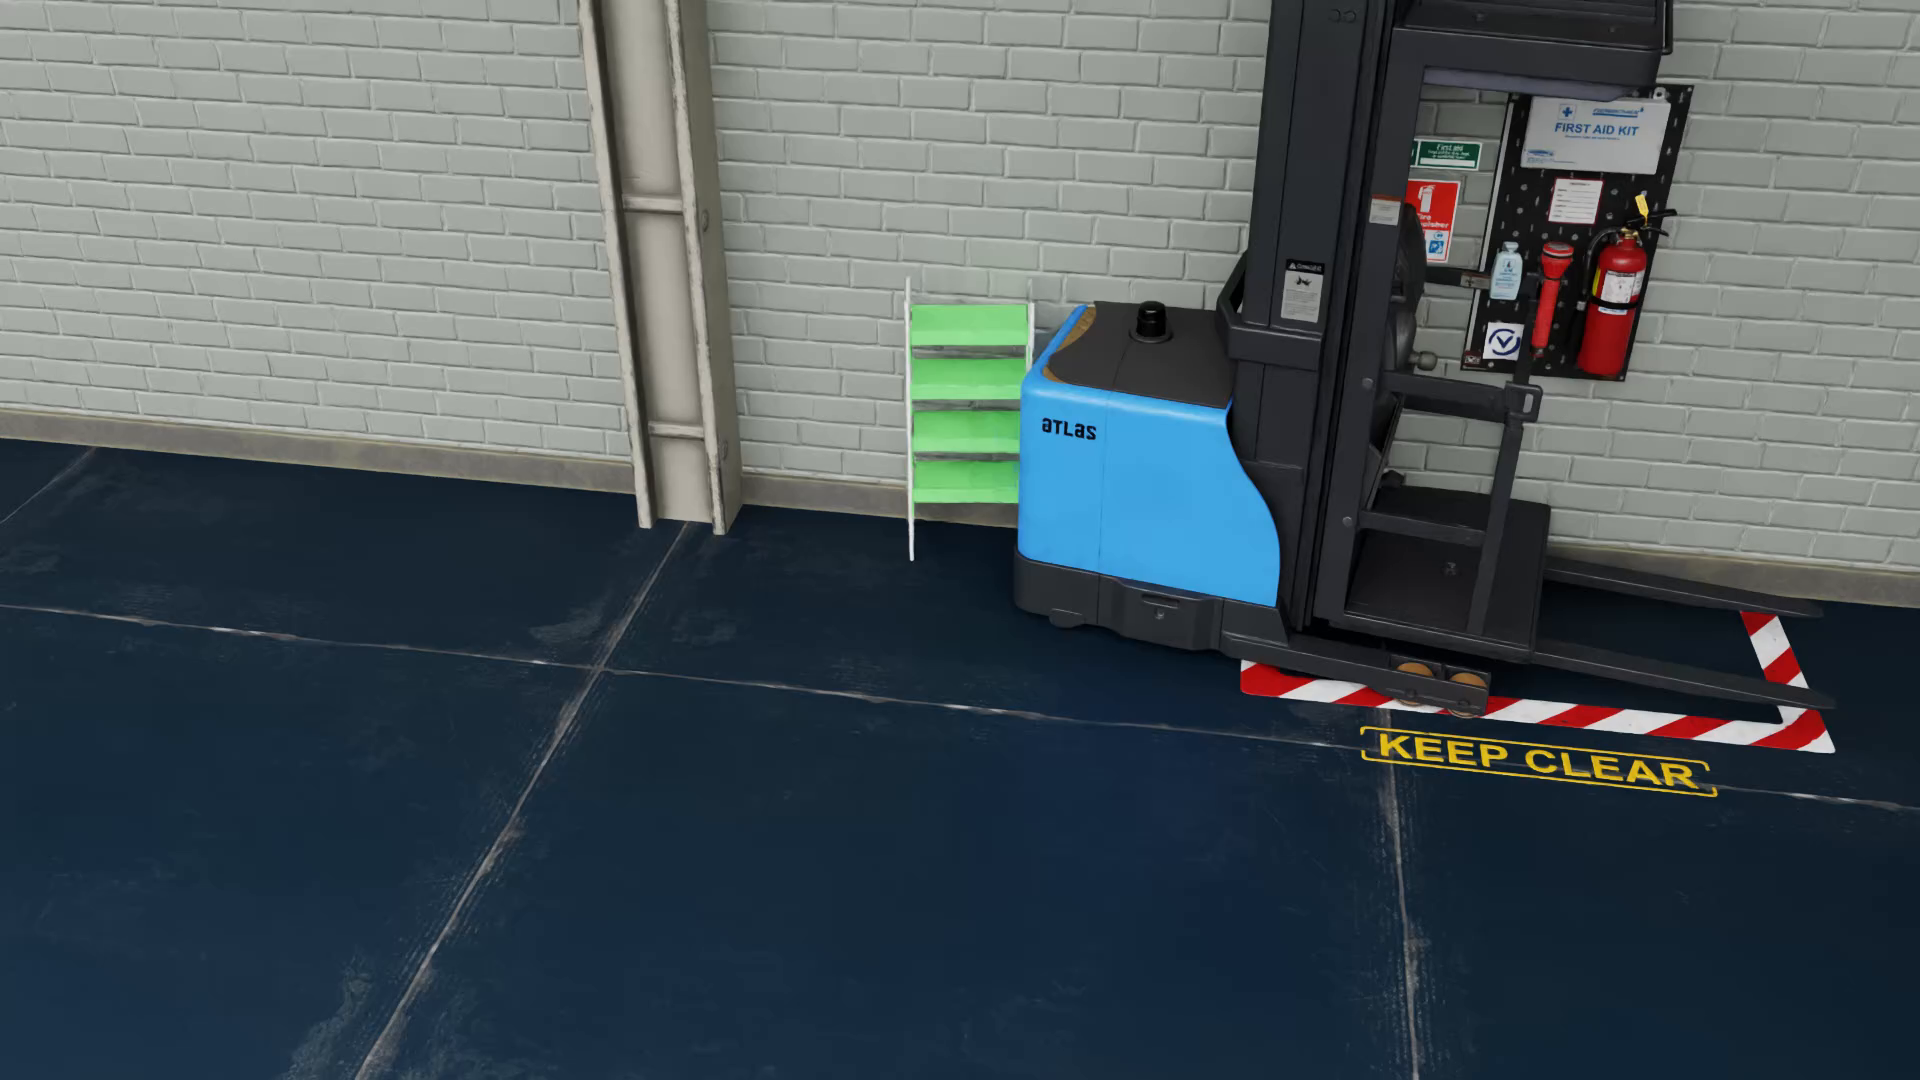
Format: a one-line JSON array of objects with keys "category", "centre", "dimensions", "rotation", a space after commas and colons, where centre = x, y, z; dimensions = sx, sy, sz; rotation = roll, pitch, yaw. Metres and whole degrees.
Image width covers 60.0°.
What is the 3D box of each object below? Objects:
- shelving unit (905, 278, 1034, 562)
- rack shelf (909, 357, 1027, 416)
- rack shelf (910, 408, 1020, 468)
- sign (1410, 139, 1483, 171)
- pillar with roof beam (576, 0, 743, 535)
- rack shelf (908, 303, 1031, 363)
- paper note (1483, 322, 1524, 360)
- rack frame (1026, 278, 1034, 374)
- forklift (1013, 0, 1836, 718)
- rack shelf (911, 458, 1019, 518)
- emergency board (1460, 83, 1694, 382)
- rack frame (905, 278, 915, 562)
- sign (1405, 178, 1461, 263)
[{"category": "shelving unit", "centre": [0.038, -0.478, 6.883], "dimensions": [0.503, 1.200, 0.258], "rotation": [0, 32, 0]}, {"category": "rack shelf", "centre": [0.038, -0.627, 6.789], "dimensions": [0.480, 0.148, 0.258], "rotation": [0, 32, 0]}, {"category": "rack shelf", "centre": [0.038, -0.424, 6.917], "dimensions": [0.480, 0.148, 0.258], "rotation": [0, 32, 0]}, {"category": "sign", "centre": [1.764, -1.434, 6.181], "dimensions": [0.331, 0.109, 0.001], "rotation": [5, 32, 8]}, {"category": "pillar with roof beam", "centre": [-1.921, -1.683, 1.457], "dimensions": [0.400, 9.000, 9.100], "rotation": [5, 32, 8]}, {"category": "rack shelf", "centre": [0.038, -0.831, 6.662], "dimensions": [0.480, 0.148, 0.258], "rotation": [0, 32, 0]}, {"category": "paper note", "centre": [2.125, -0.775, 6.491], "dimensions": [0.142, 0.148, 0.016], "rotation": [5, 32, 8]}, {"category": "rack frame", "centre": [0.282, -0.478, 6.882], "dimensions": [0.015, 1.200, 0.240], "rotation": [0, 32, 0]}, {"category": "forklift", "centre": [1.787, -0.898, 5.922], "dimensions": [3.031, 2.935, 1.130], "rotation": [11, 34, 17]}, {"category": "rack shelf", "centre": [0.038, -0.220, 7.044], "dimensions": [0.480, 0.148, 0.258], "rotation": [0, 32, 0]}, {"category": "emergency board", "centre": [2.288, -1.096, 6.174], "dimensions": [0.643, 1.169, 0.194], "rotation": [5, 32, 8]}, {"category": "rack frame", "centre": [-0.206, -0.478, 6.883], "dimensions": [0.015, 1.200, 0.240], "rotation": [0, 32, 0]}, {"category": "sign", "centre": [1.761, -1.215, 6.330], "dimensions": [0.234, 0.329, 0.001], "rotation": [5, 32, 8]}]
